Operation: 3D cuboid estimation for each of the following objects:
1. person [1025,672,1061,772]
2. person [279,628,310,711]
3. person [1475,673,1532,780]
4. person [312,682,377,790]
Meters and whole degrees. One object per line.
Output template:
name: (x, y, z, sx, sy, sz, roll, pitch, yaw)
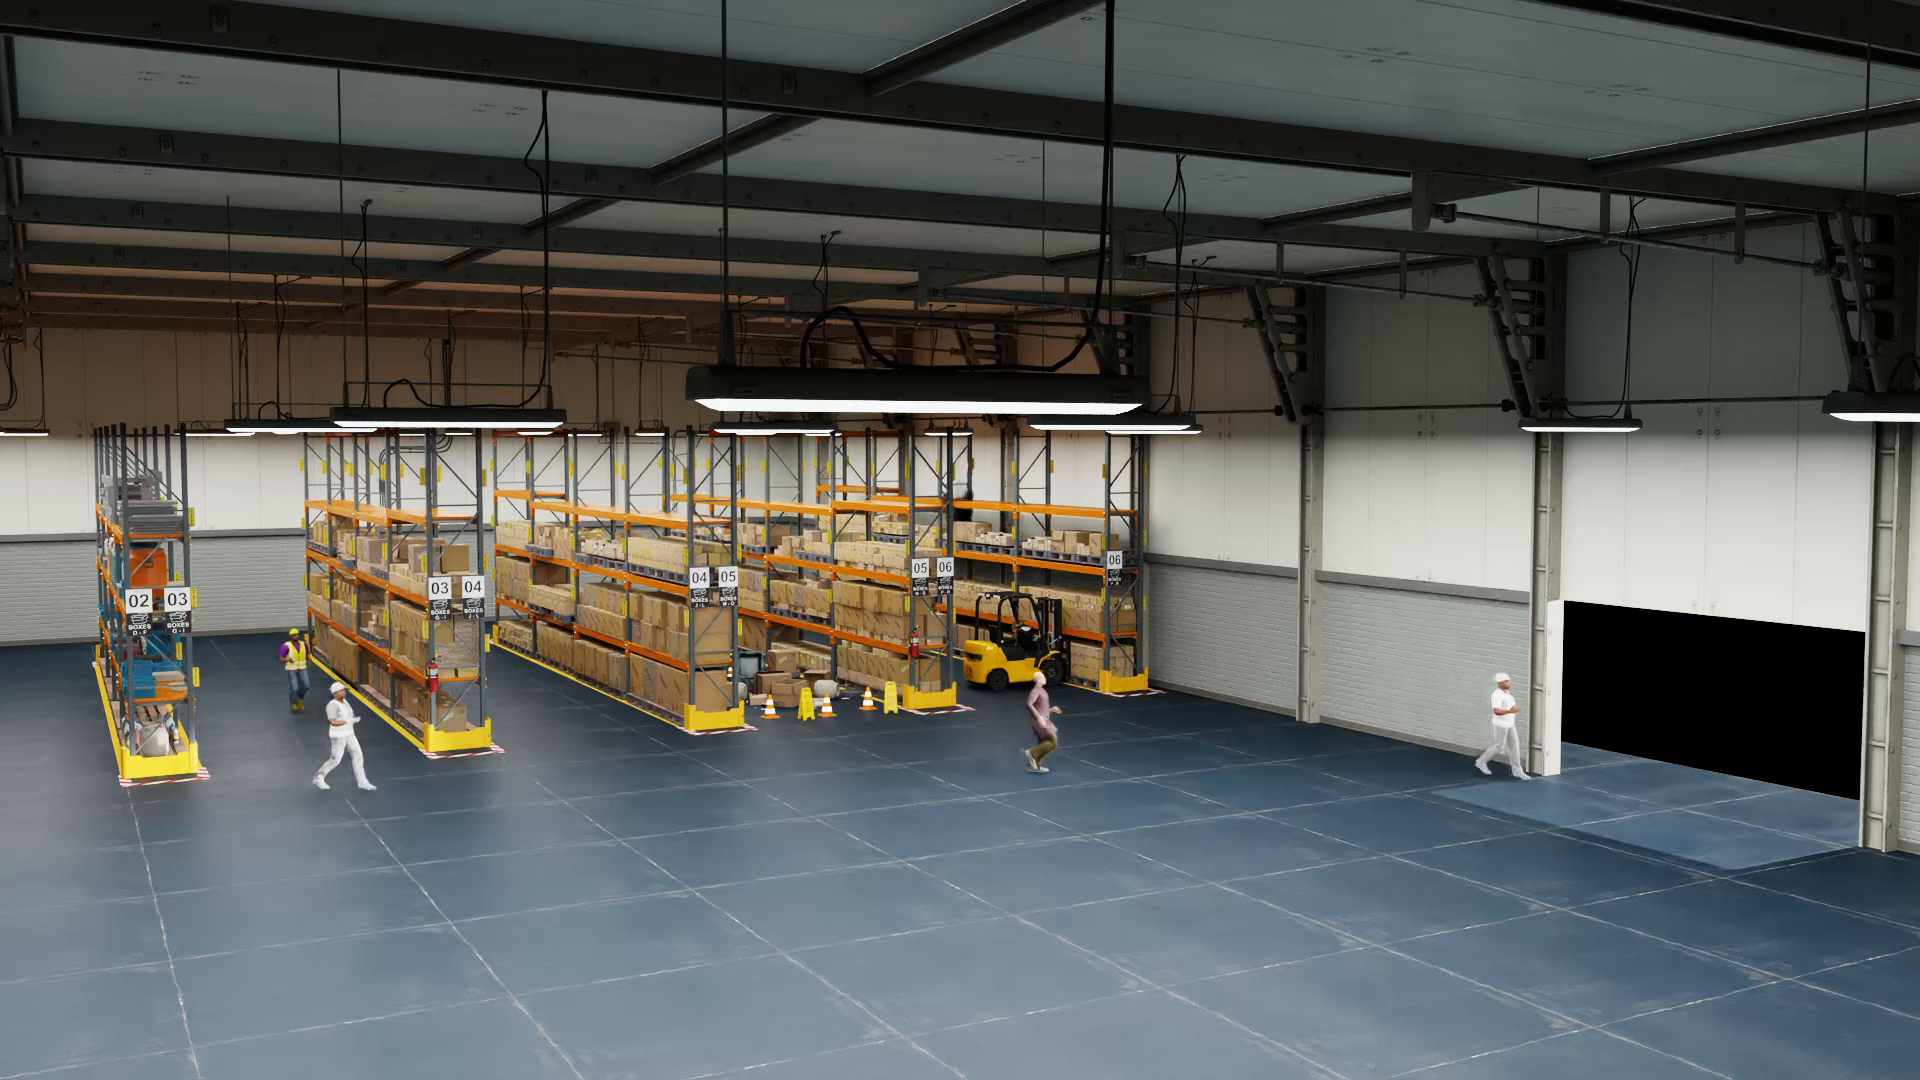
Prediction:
person: (1.426, 3.168, 28.515, 0.623, 1.647, 0.701, 0, 3, 2)
person: (-13.909, 2.734, 34.912, 0.676, 1.750, 0.624, -3, 5, -41)
person: (9.142, 3.112, 27.911, 0.900, 1.765, 0.698, 3, 4, 39)
person: (-9.985, 3.184, 26.969, 0.957, 1.777, 0.689, 0, 3, 6)
